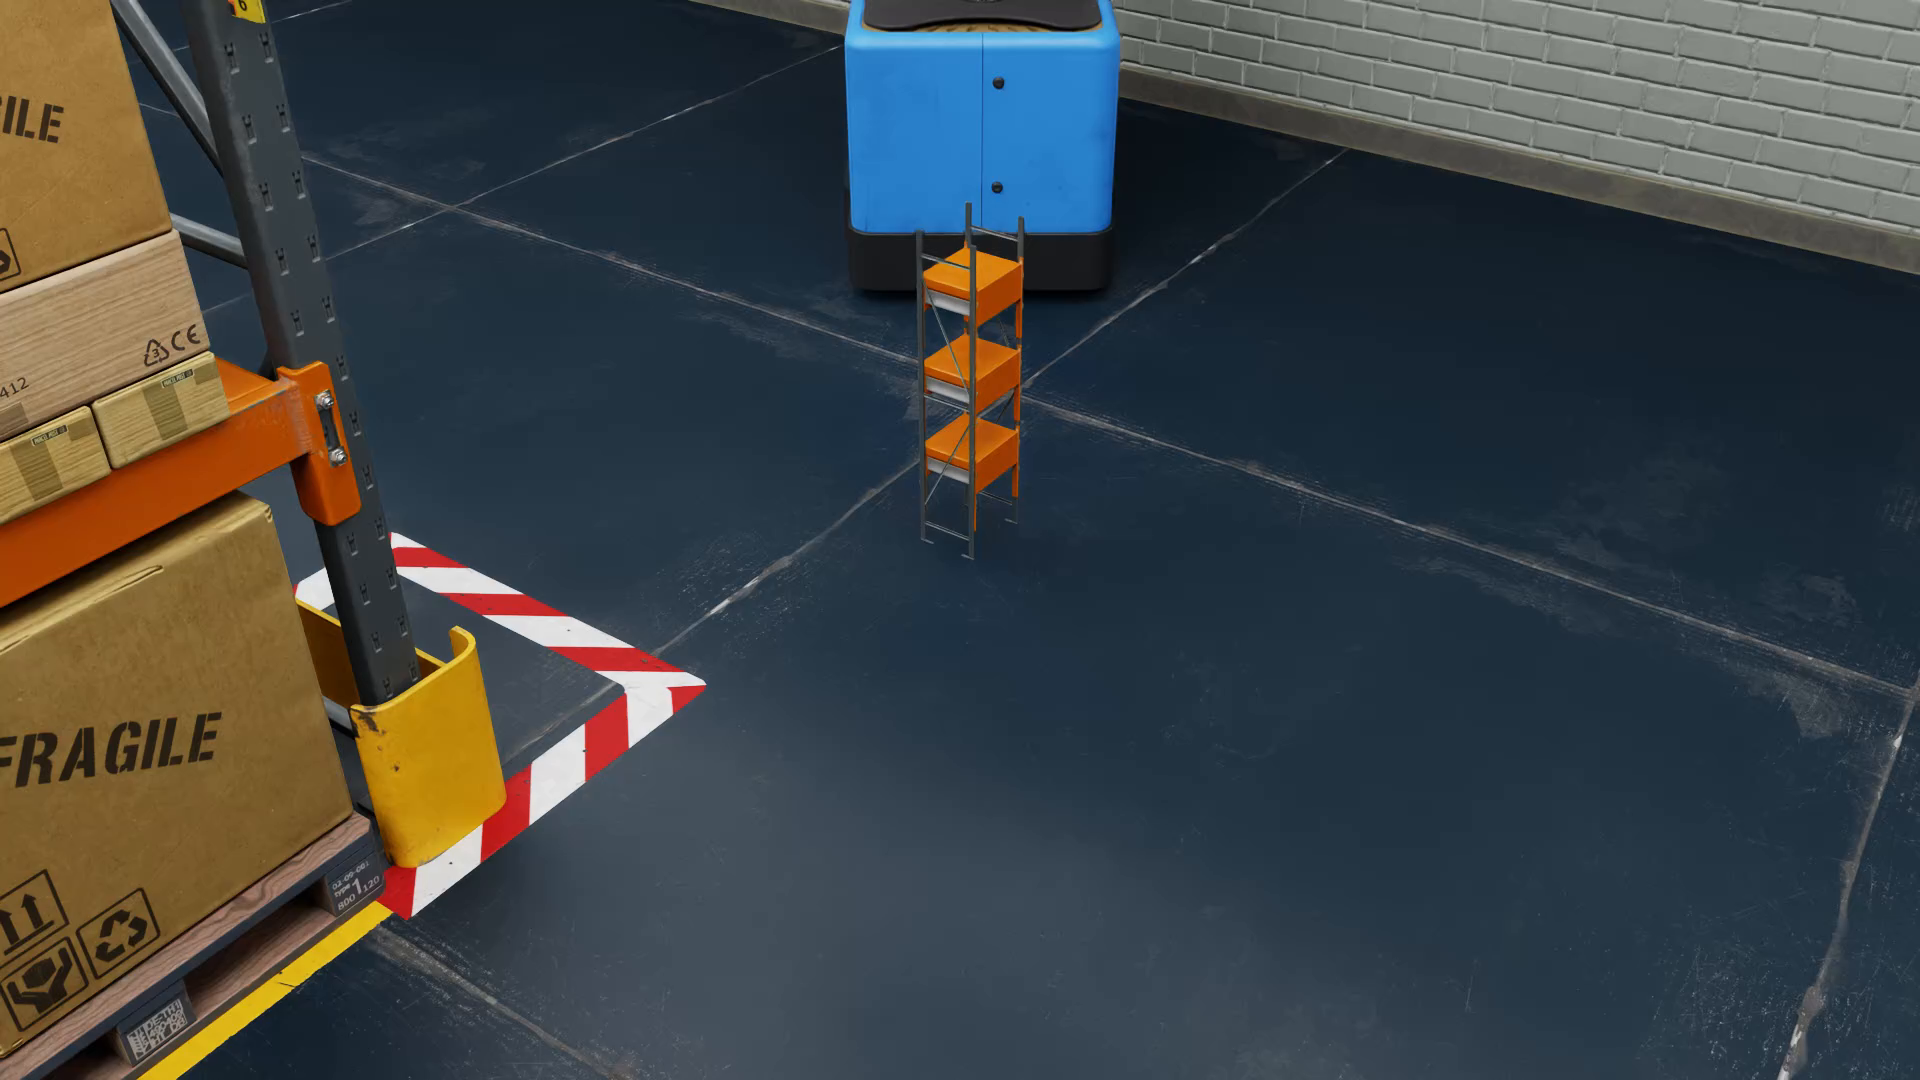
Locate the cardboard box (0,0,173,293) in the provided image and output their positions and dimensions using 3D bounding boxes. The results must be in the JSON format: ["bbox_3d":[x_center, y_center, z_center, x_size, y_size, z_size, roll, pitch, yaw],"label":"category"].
[{"bbox_3d":[-1.791,-0.744,2.871,0.500,0.500,0.500,22,40,29],"label":"cardboard box"}]

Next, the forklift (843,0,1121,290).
[{"bbox_3d":[0.079,-2.991,7.056,1.130,2.935,3.031,0,34,0],"label":"forklift"}]

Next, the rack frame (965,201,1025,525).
[{"bbox_3d":[0.100,-0.516,5.075,0.200,1.050,0.008,21,39,28],"label":"rack frame"}]

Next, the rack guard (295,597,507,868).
[{"bbox_3d":[-1.715,0.344,4.295,1.175,0.500,0.348,21,39,28],"label":"rack guard"}]

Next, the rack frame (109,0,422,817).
[{"bbox_3d":[-1.729,-0.680,3.578,1.000,3.000,0.127,21,39,28],"label":"rack frame"}]

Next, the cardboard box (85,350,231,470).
[{"bbox_3d":[-1.661,-0.307,3.251,0.380,0.149,0.250,22,40,29],"label":"cardboard box"}]

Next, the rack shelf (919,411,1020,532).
[{"bbox_3d":[0.031,-0.221,5.154,0.215,0.259,0.240,21,39,28],"label":"rack shelf"}]

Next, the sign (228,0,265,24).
[{"bbox_3d":[-1.291,-1.078,2.922,0.100,0.325,0.005,21,39,28],"label":"sign"}]

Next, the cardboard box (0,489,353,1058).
[{"bbox_3d":[-2.028,0.346,3.583,0.875,0.875,0.875,21,39,28],"label":"cardboard box"}]

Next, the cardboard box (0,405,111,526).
[{"bbox_3d":[-1.808,-0.187,3.073,0.380,0.149,0.250,22,40,29],"label":"cardboard box"}]

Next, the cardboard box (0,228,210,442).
[{"bbox_3d":[-1.787,-0.434,3.082,0.500,0.250,0.500,21,39,27],"label":"cardboard box"}]

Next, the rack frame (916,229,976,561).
[{"bbox_3d":[-0.039,-0.403,4.909,0.200,1.050,0.008,21,39,28],"label":"rack frame"}]

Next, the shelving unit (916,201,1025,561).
[{"bbox_3d":[0.031,-0.460,4.992,0.215,1.050,0.252,21,39,28],"label":"shelving unit"}]

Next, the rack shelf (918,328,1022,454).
[{"bbox_3d":[0.031,-0.451,4.998,0.215,0.259,0.240,21,39,28],"label":"rack shelf"}]

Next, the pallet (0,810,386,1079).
[{"bbox_3d":[-2.120,0.868,3.778,1.003,0.211,1.213,21,39,28],"label":"pallet"}]

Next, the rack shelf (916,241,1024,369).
[{"bbox_3d":[0.031,-0.686,4.839,0.215,0.259,0.240,21,39,28],"label":"rack shelf"}]

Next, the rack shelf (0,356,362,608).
[{"bbox_3d":[-2.869,0.538,2.419,1.077,0.370,4.000,21,39,28],"label":"rack shelf"}]
